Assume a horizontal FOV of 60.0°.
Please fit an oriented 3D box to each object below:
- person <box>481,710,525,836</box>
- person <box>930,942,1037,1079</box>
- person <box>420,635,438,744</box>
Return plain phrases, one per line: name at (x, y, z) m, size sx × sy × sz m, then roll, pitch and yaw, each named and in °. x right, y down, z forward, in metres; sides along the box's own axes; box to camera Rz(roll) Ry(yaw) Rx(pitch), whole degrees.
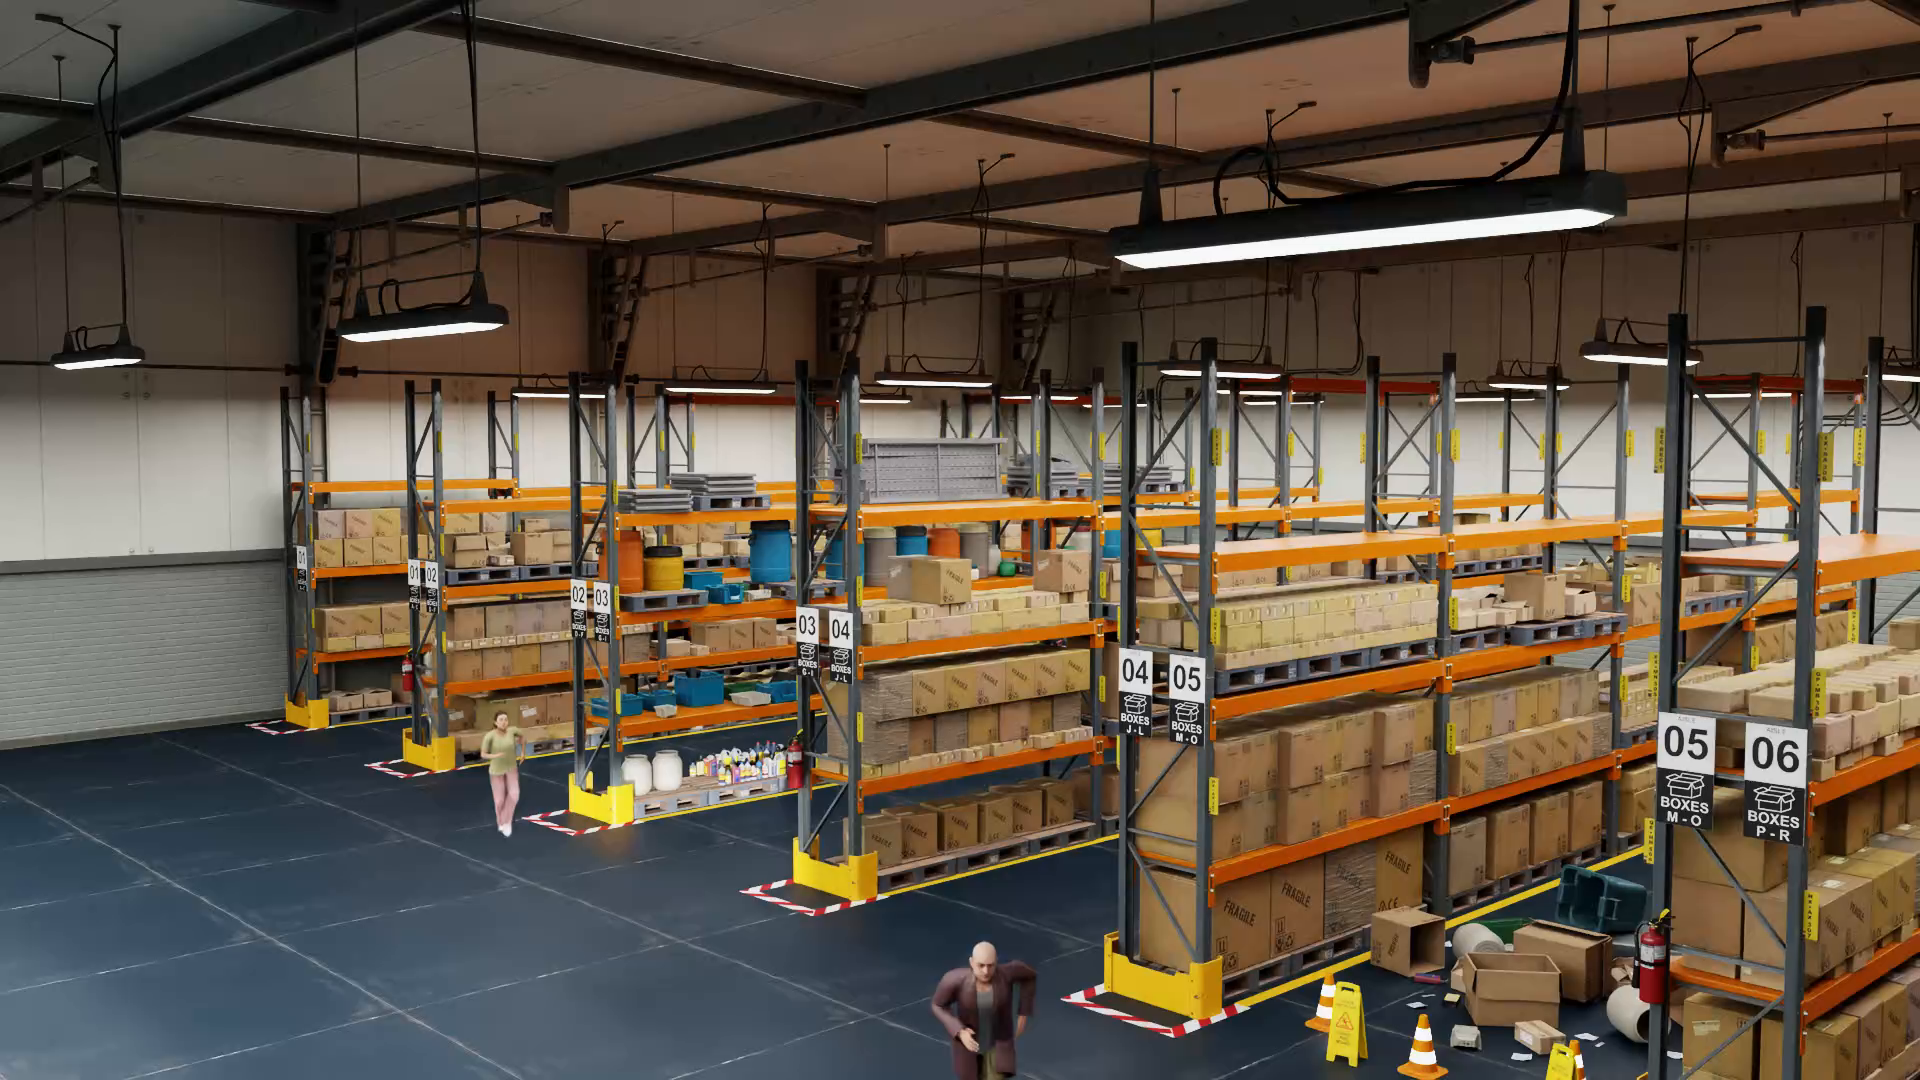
person at (-5.822, 2.964, 21.237) m, size 0.608 × 1.621 × 0.759 m, roll -2°, pitch 4°, yaw -27°
person at (0.156, 3.587, 11.757) m, size 0.754 × 1.742 × 1.082 m, roll 0°, pitch 4°, yaw -5°
person at (-8.748, 2.500, 27.939) m, size 0.631 × 1.823 × 0.825 m, roll 3°, pitch 5°, yaw 36°
